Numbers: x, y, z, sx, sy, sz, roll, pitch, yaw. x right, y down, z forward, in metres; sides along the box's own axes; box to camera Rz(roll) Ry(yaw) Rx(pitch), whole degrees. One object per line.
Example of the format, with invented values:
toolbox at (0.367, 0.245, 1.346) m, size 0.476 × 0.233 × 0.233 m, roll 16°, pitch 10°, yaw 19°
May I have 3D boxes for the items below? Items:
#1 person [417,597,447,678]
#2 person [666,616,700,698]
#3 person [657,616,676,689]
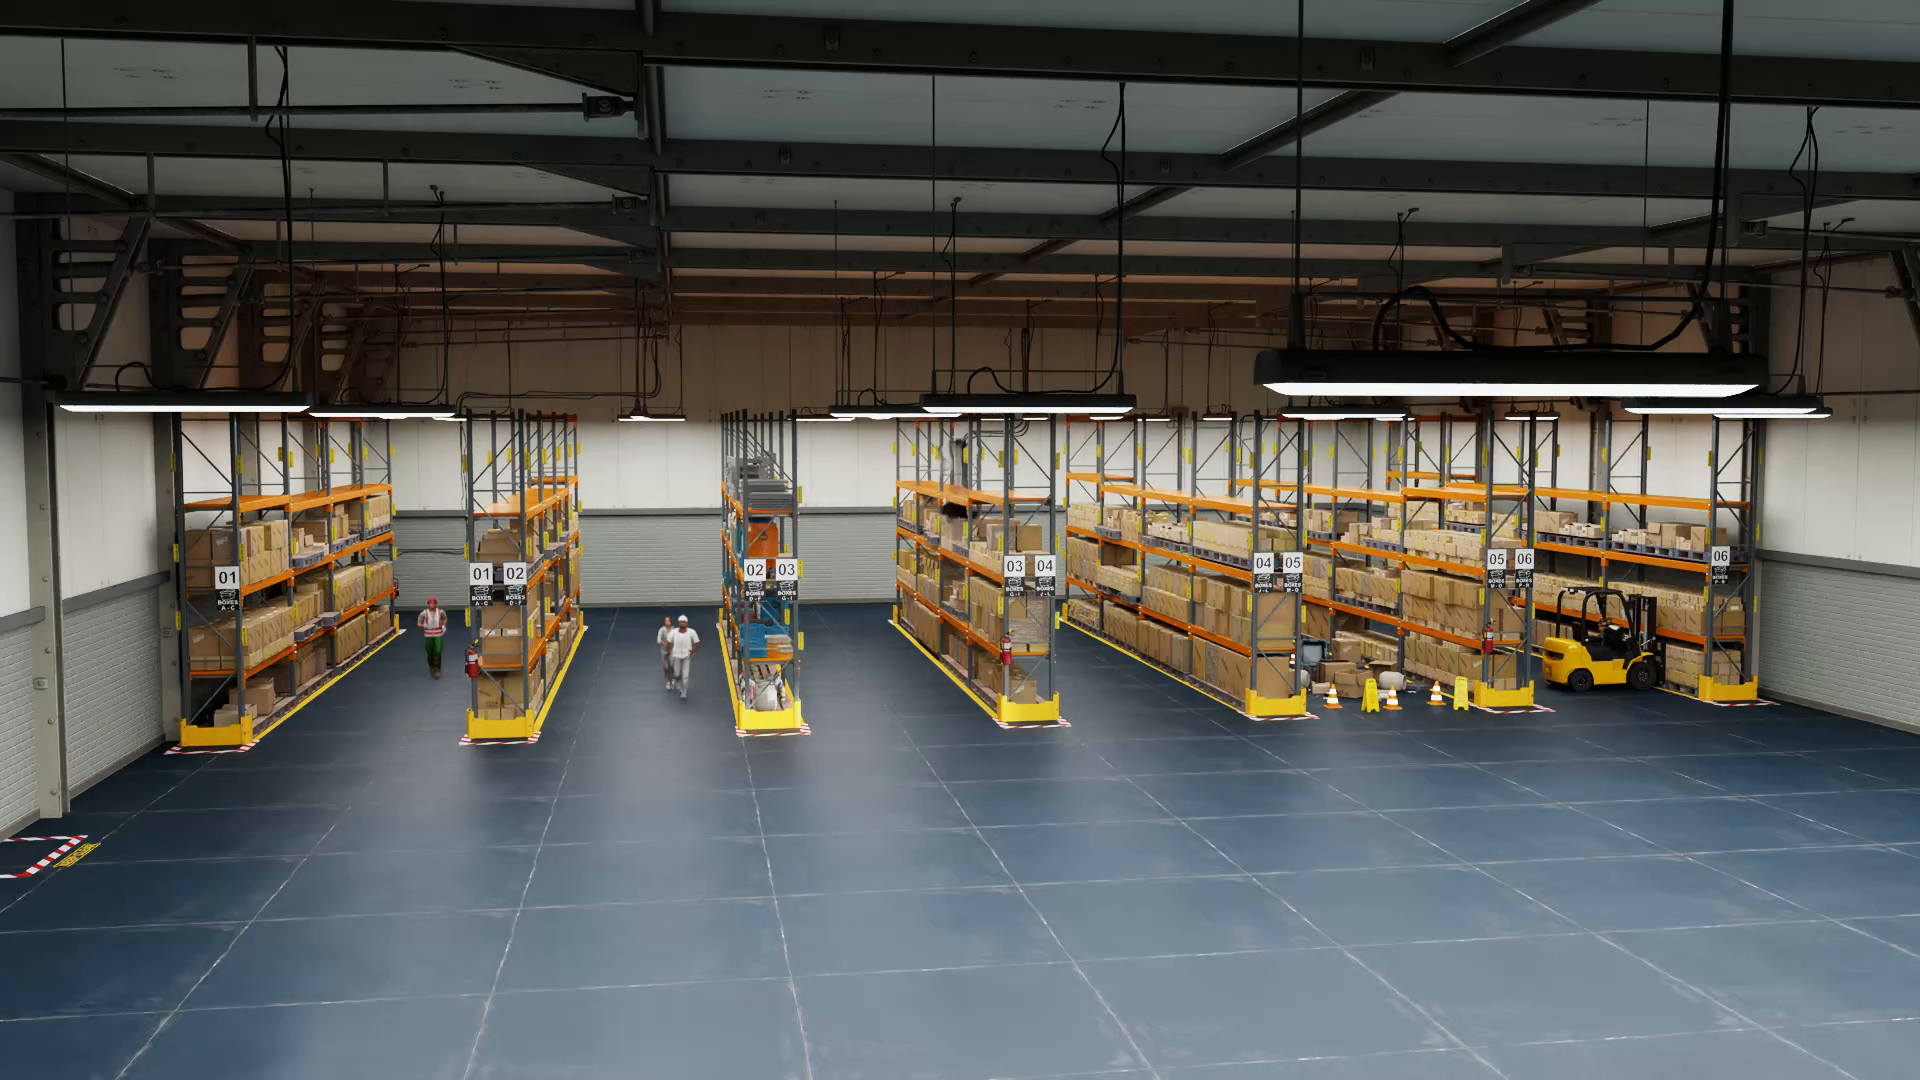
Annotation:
person at (-11.909, 2.177, 37.568) m, size 0.656 × 1.776 × 0.968 m, roll -2°, pitch 4°, yaw -21°
person at (-5.802, 2.440, 34.821) m, size 0.710 × 1.720 × 0.593 m, roll 0°, pitch 4°, yaw -3°
person at (-6.260, 2.422, 35.801) m, size 0.510 × 1.570 × 0.636 m, roll 0°, pitch 4°, yaw -7°
